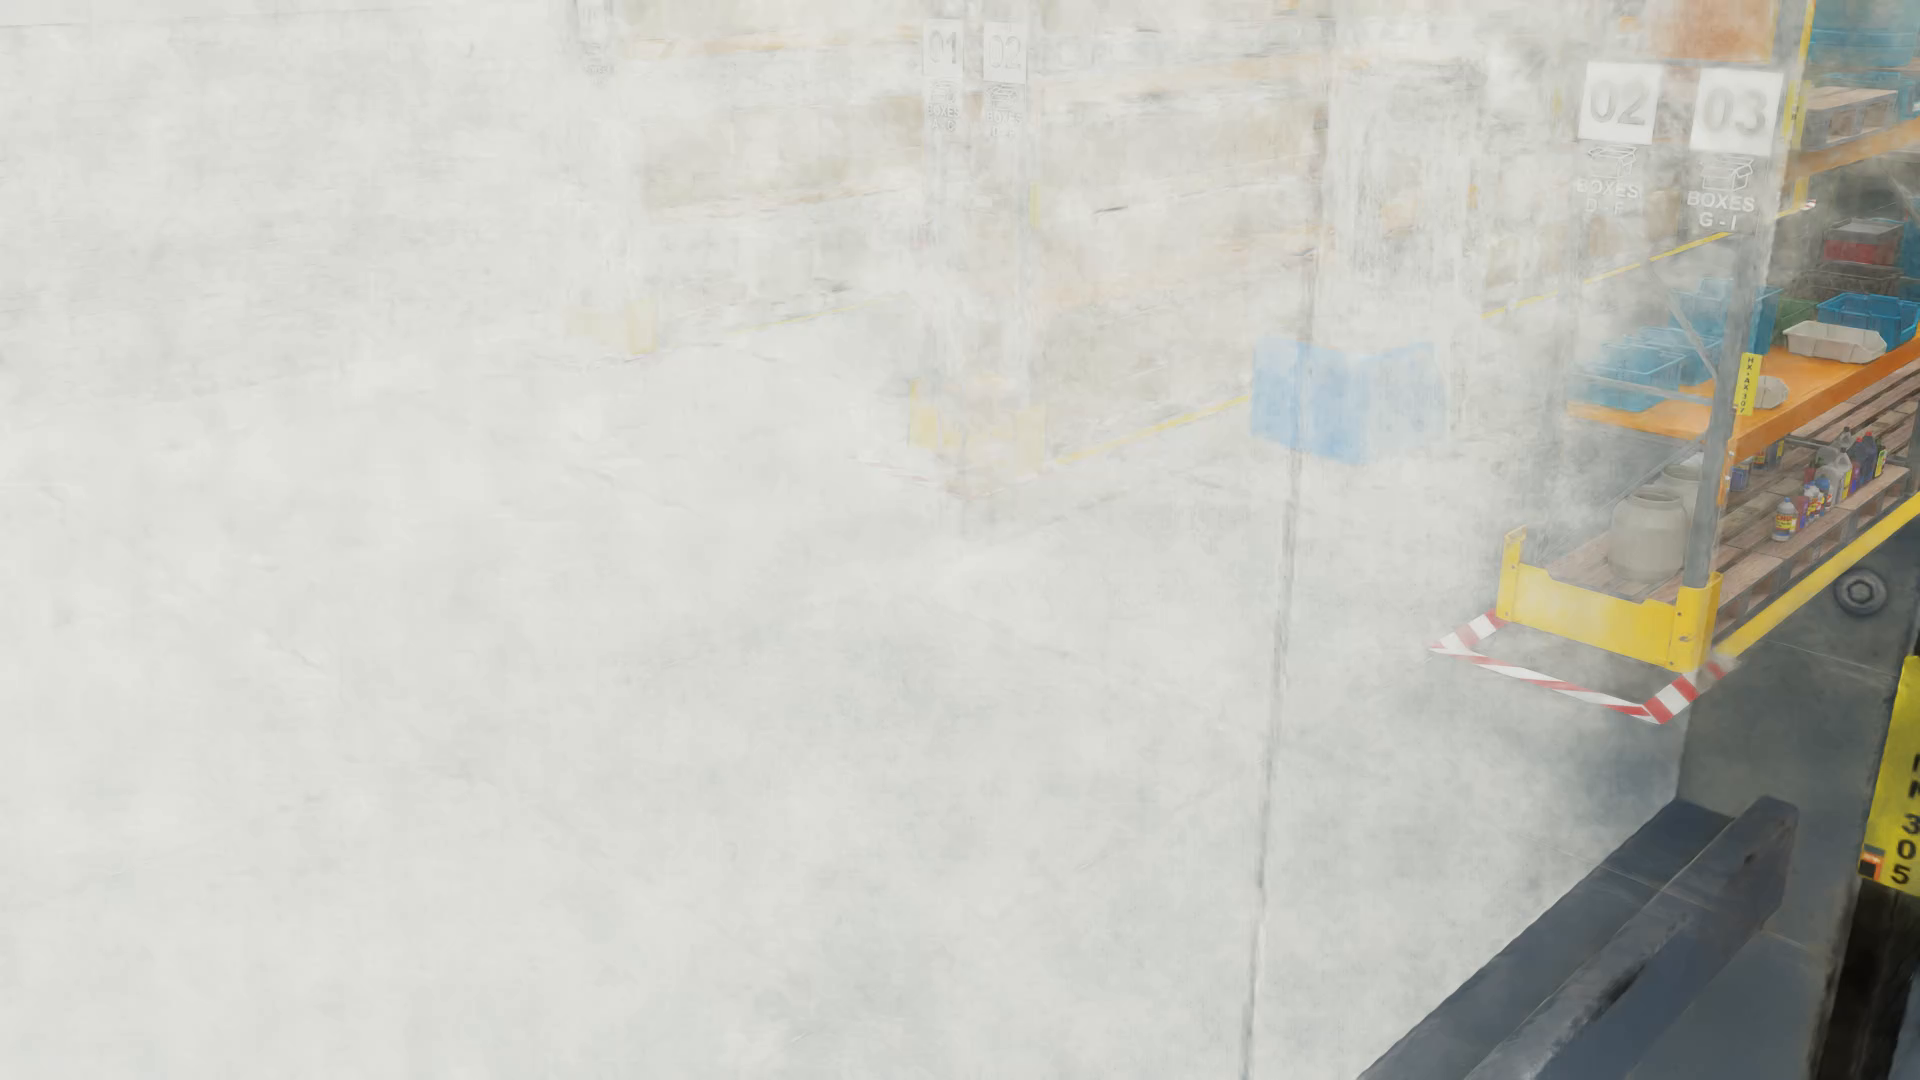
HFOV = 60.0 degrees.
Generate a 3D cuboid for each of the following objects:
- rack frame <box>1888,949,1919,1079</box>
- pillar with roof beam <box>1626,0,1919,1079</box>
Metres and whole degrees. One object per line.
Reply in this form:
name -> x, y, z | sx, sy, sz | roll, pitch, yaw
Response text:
rack frame -> -3.417, -6.095, 14.389 | 1.000, 3.000, 0.127 | 19, 28, 41
pillar with roof beam -> -0.464, -5.414, 12.617 | 9.100, 9.000, 0.400 | 19, 28, 41
